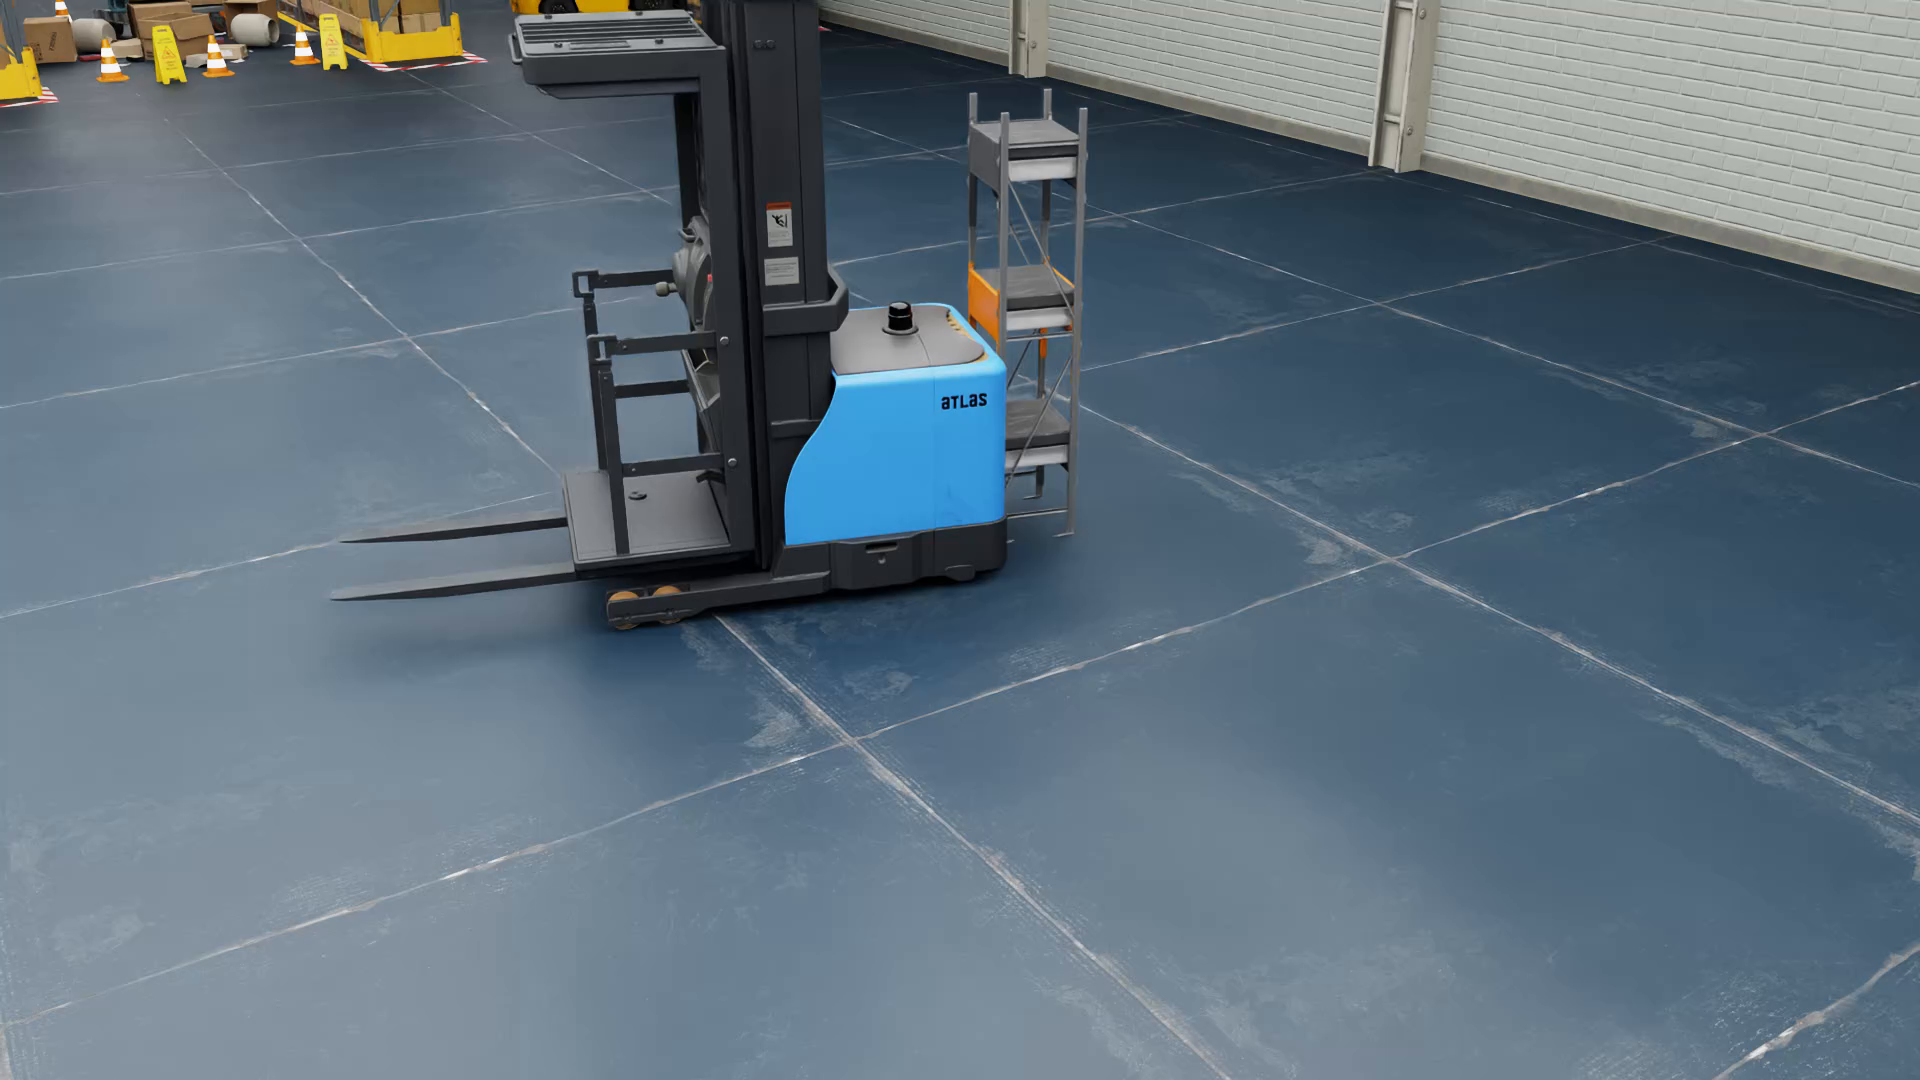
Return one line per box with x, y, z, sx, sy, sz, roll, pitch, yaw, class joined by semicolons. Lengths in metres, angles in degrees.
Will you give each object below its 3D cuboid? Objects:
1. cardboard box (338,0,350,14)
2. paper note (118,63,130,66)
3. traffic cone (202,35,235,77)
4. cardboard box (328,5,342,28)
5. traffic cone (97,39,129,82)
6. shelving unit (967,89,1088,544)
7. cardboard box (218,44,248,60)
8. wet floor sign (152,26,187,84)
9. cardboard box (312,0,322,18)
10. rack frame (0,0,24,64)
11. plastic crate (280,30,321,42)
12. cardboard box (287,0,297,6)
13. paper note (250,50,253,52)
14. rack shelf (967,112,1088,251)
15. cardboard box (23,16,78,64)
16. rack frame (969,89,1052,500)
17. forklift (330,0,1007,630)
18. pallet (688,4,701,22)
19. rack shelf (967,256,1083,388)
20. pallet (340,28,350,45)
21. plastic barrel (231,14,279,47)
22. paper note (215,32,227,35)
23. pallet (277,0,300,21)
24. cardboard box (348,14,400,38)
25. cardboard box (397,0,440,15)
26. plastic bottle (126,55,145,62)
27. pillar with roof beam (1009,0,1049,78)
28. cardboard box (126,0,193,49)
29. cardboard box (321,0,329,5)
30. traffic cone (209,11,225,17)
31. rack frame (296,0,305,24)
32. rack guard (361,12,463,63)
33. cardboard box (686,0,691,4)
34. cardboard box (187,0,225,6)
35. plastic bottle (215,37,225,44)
-7.920;-7.253;21.952;0.500;0.500;0.500;-14;29;-28;cardboard box
-10.479;-5.965;20.851;0.144;0.017;0.142;-6;26;-12;paper note
-9.036;-5.882;20.168;0.336;0.463;0.334;-16;29;-30;traffic cone
-8.210;-7.102;22.510;0.500;0.250;0.500;-17;30;-31;cardboard box
-10.169;-5.740;19.867;0.336;0.463;0.334;-16;29;-30;traffic cone
0.305;-1.051;8.016;0.431;2.100;0.503;-7;26;-15;shelving unit
-9.384;-6.265;21.347;0.380;0.149;0.250;-1;25;-3;cardboard box
-9.394;-5.753;19.681;0.267;0.644;0.232;-22;33;-38;wet floor sign
-8.763;-7.471;23.291;0.500;0.250;0.500;-14;29;-27;cardboard box
-11.069;-6.367;18.222;1.000;3.000;0.127;-16;29;-30;rack frame
-8.990;-6.914;22.802;0.583;0.080;0.402;18;31;33;plastic crate
-9.448;-8.176;24.641;0.950;0.372;0.625;-15;29;-29;cardboard box
-9.312;-6.421;21.840;0.032;0.001;0.123;-16;29;-30;paper note
0.305;-1.672;7.723;0.431;0.518;0.480;-7;26;-15;rack shelf
-11.545;-6.352;21.117;0.500;0.500;0.500;-10;27;-21;cardboard box
0.237;-1.151;8.228;0.400;2.100;0.015;-7;26;-15;rack frame
-1.354;-1.177;7.311;3.031;2.935;1.130;-7;26;-14;forklift
-3.272;-7.717;24.350;1.003;0.211;1.213;-16;29;-30;pallet
0.305;-1.039;8.022;0.431;0.518;0.480;-7;26;-15;rack shelf
-8.094;-7.057;22.952;1.003;0.211;1.213;-16;29;-30;pallet
-9.373;-6.777;22.110;0.512;0.421;0.421;3;25;6;plastic barrel
-10.300;-7.057;23.163;0.148;0.019;0.142;-16;29;-30;paper note
-9.586;-8.004;24.958;1.003;0.211;1.213;-16;29;-30;pallet
-7.656;-6.738;21.738;0.500;0.250;0.500;-16;29;-30;cardboard box
-7.199;-7.203;21.845;0.500;0.500;0.500;-17;30;-31;cardboard box
-10.510;-6.128;21.158;0.283;0.061;0.133;18;31;33;plastic bottle
-2.776;-8.737;16.216;9.100;9.000;0.400;-16;29;-30;pillar with roof beam
-10.574;-6.860;22.032;0.797;0.637;0.503;-16;29;-30;cardboard box
-8.480;-7.624;22.737;0.500;0.500;0.500;-14;29;-27;cardboard box
-11.010;-7.957;24.563;0.336;0.463;0.334;-16;29;-30;traffic cone
-9.160;-8.987;23.773;1.000;3.000;0.127;-16;29;-30;rack frame
-7.018;-6.453;21.334;1.175;0.500;0.348;-16;29;-30;rack guard
-3.870;-8.116;24.658;0.500;0.250;0.500;-15;29;-29;cardboard box
-10.635;-7.773;23.244;0.500;0.500;0.500;-16;29;-30;cardboard box
-10.027;-6.759;22.497;0.133;0.061;0.283;-10;27;-21;plastic bottle
